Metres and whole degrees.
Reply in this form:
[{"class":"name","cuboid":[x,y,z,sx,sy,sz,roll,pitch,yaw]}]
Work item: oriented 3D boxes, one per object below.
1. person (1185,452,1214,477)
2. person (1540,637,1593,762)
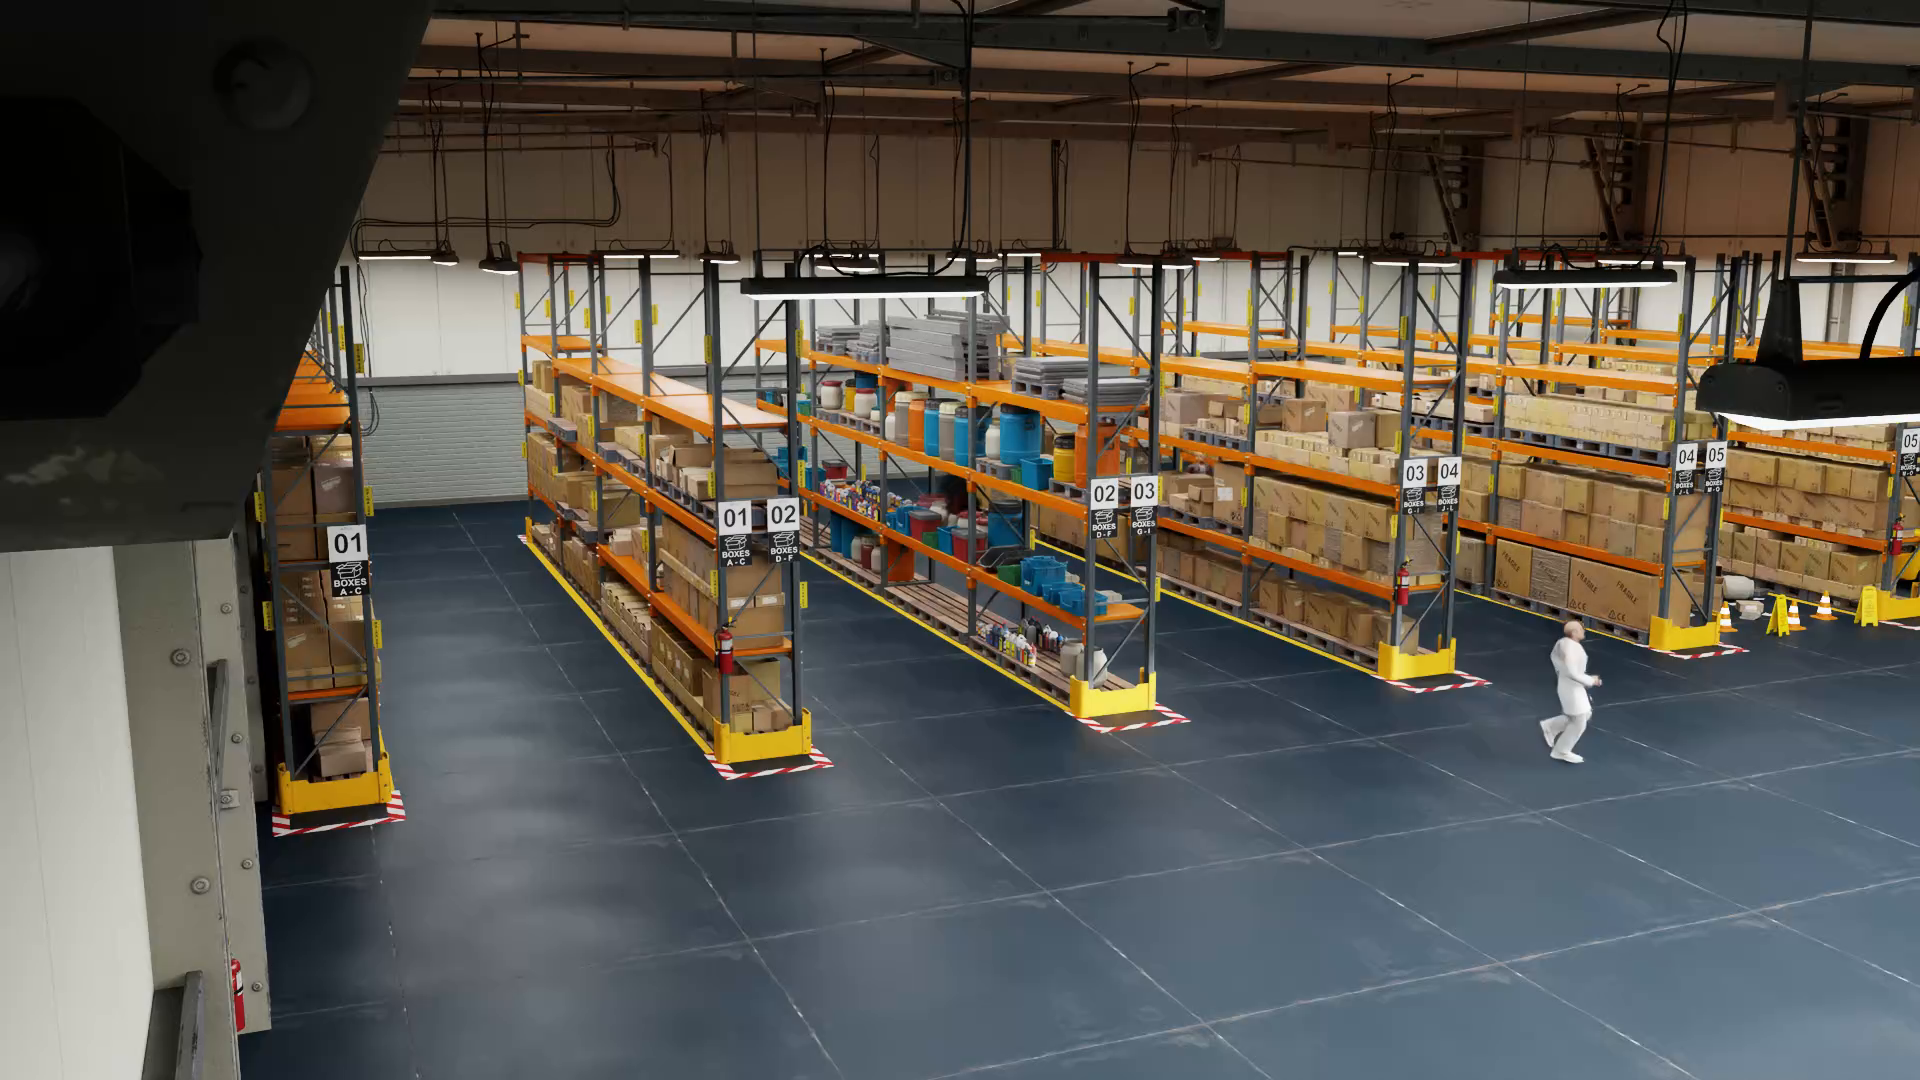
[{"class":"person","cuboid":[5.178,-1.069,36.052,0.756,1.729,0.686,-3,11,-18]},{"class":"person","cuboid":[7.405,1.935,20.227,0.593,1.538,0.754,2,11,12]}]
